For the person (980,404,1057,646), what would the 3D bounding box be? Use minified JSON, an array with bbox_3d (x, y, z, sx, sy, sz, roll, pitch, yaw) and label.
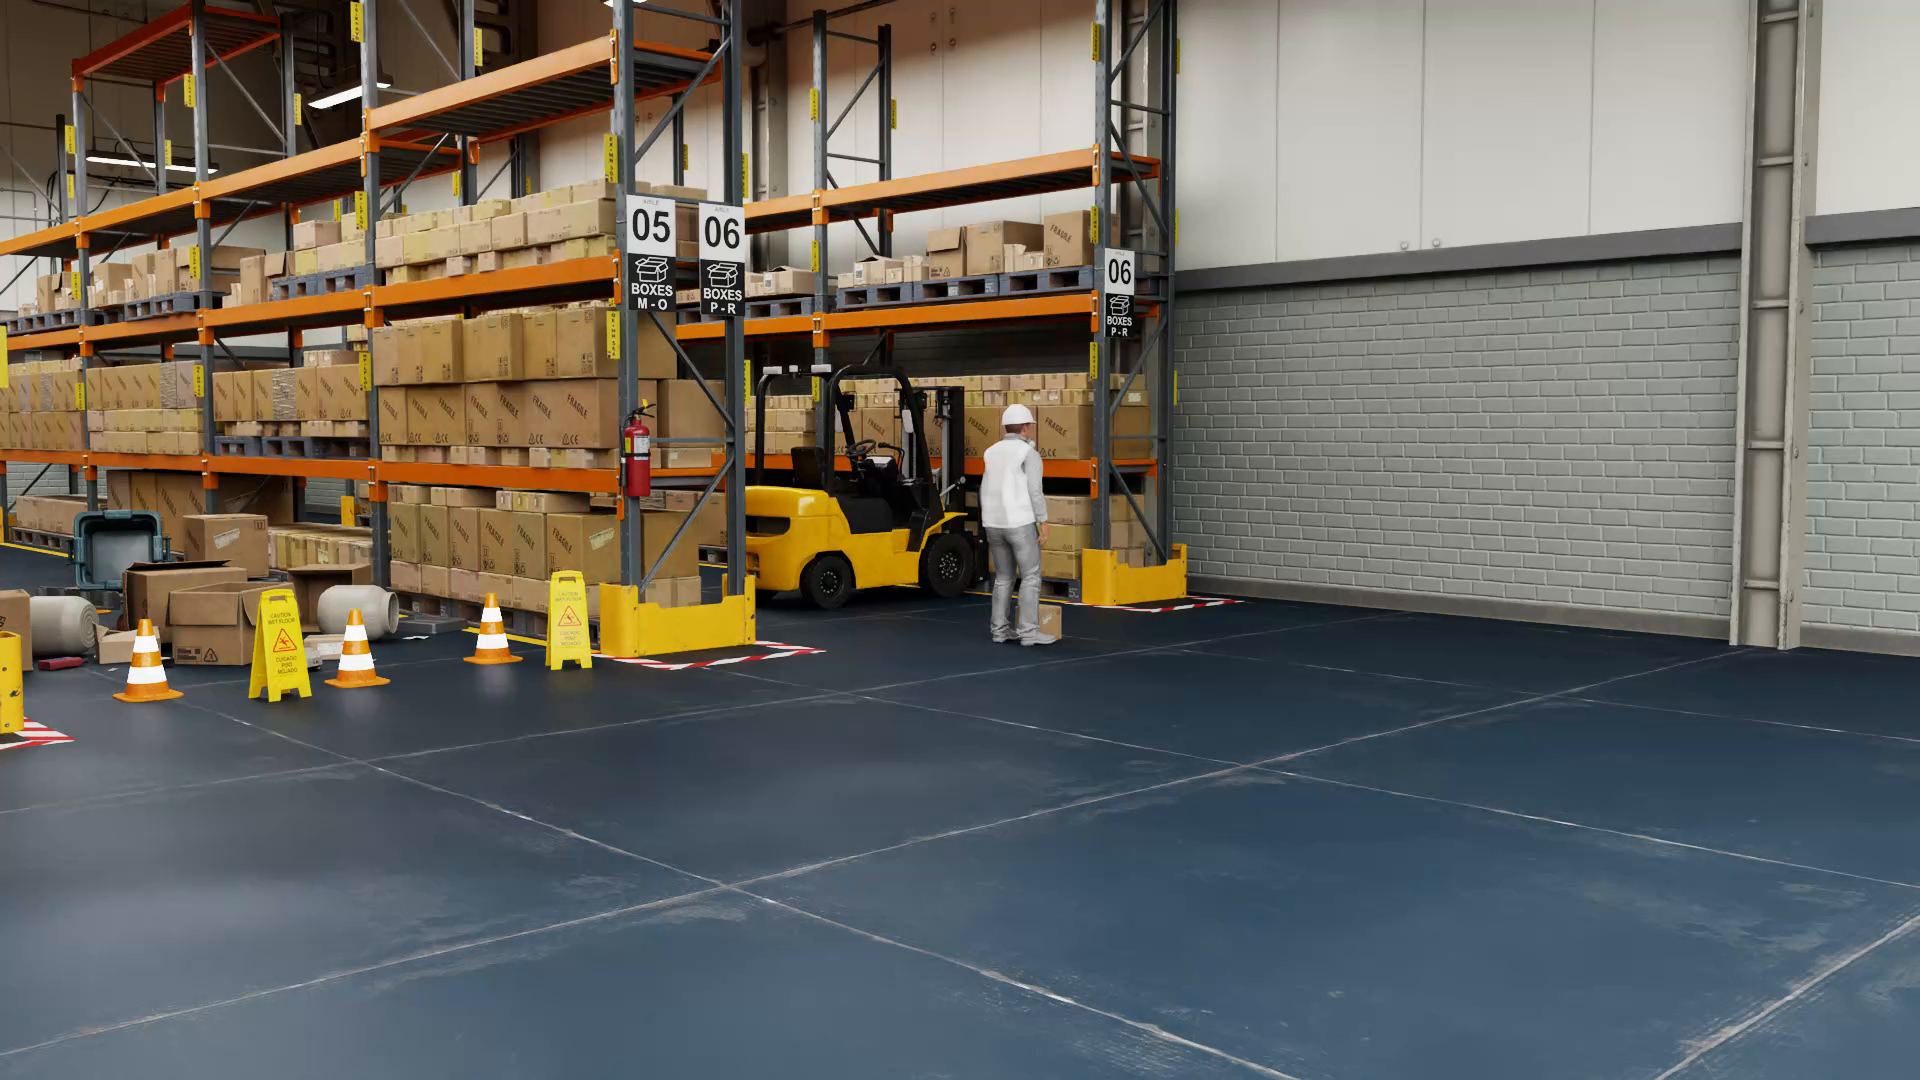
[{"bbox_3d":[0.404,-0.122,12.351,0.593,1.773,0.457,4,5,43],"label":"person"}]
